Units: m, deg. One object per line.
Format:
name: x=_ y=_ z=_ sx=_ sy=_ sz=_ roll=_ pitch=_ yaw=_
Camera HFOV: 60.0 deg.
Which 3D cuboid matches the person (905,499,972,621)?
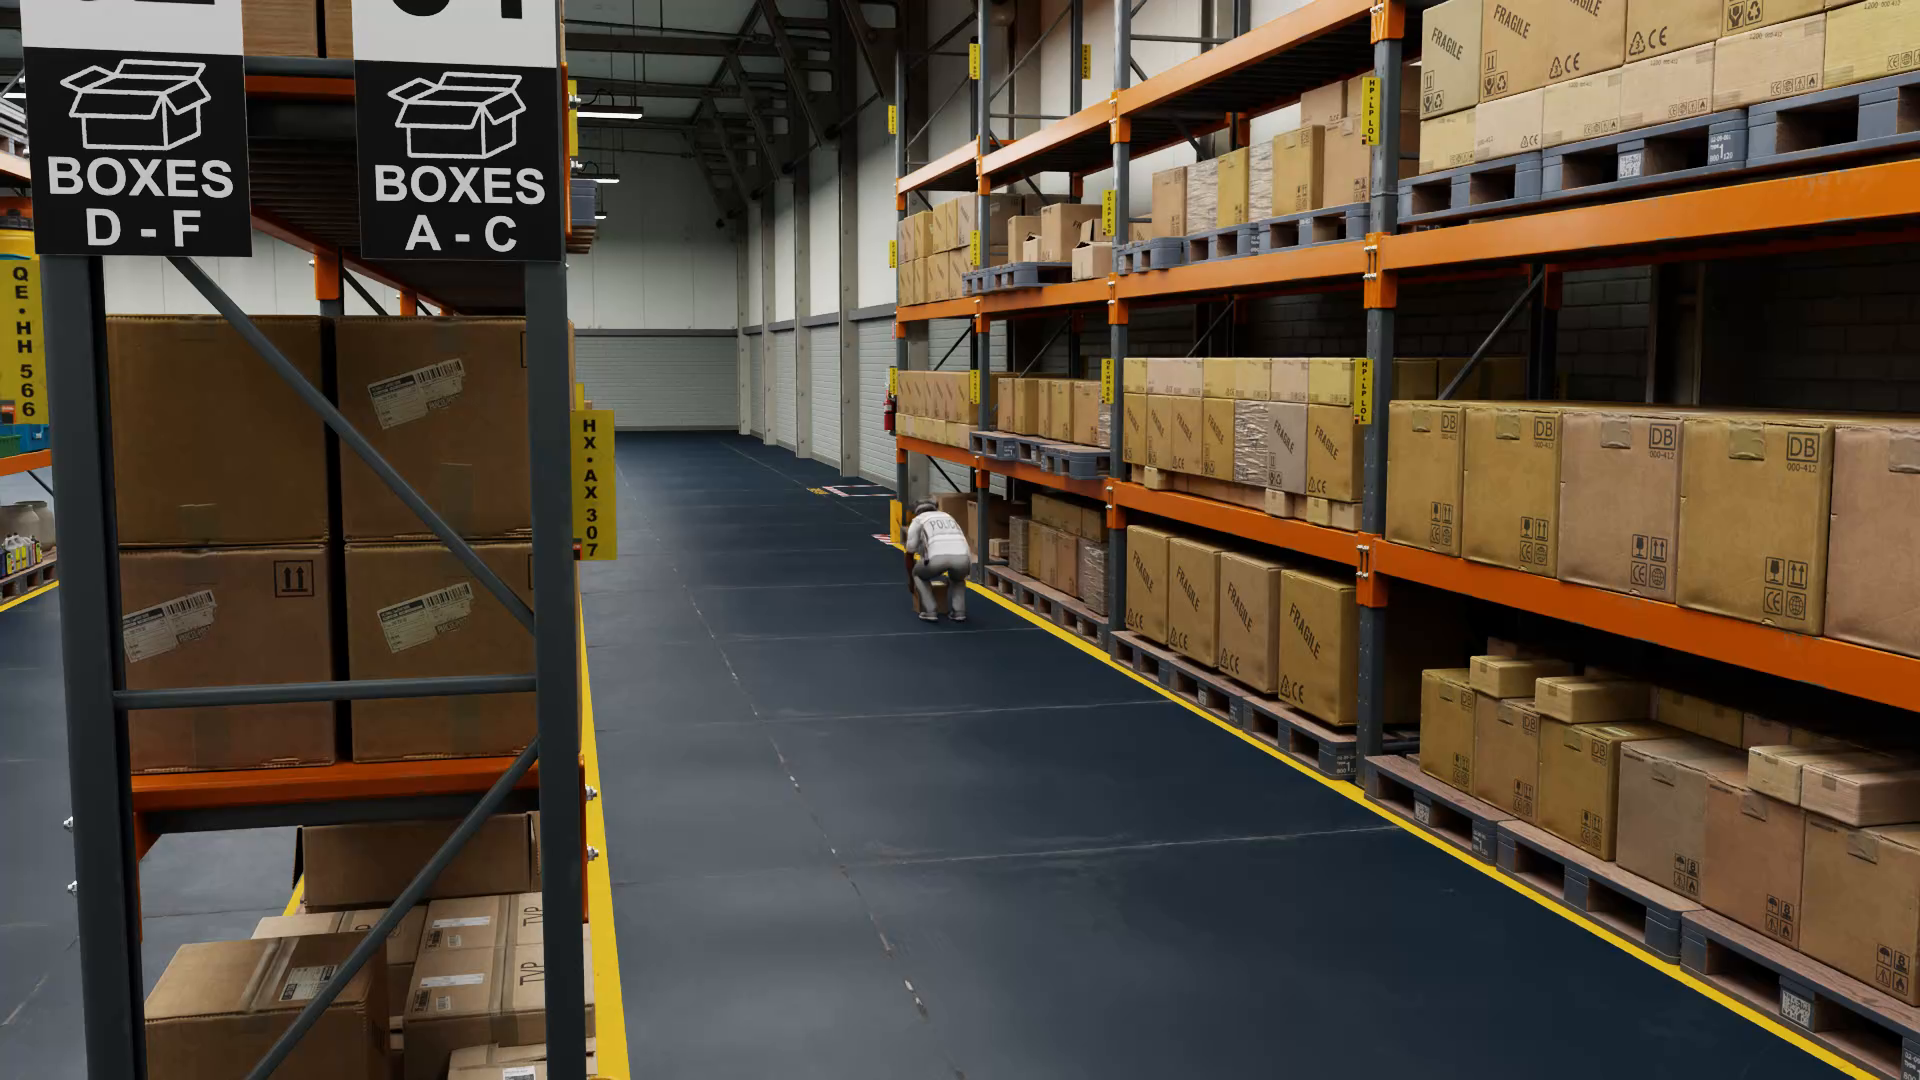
person: x=-0.194 y=0.170 z=14.164 sx=0.488 sy=1.011 sz=0.850 roll=-2 pitch=6 yaw=-14
